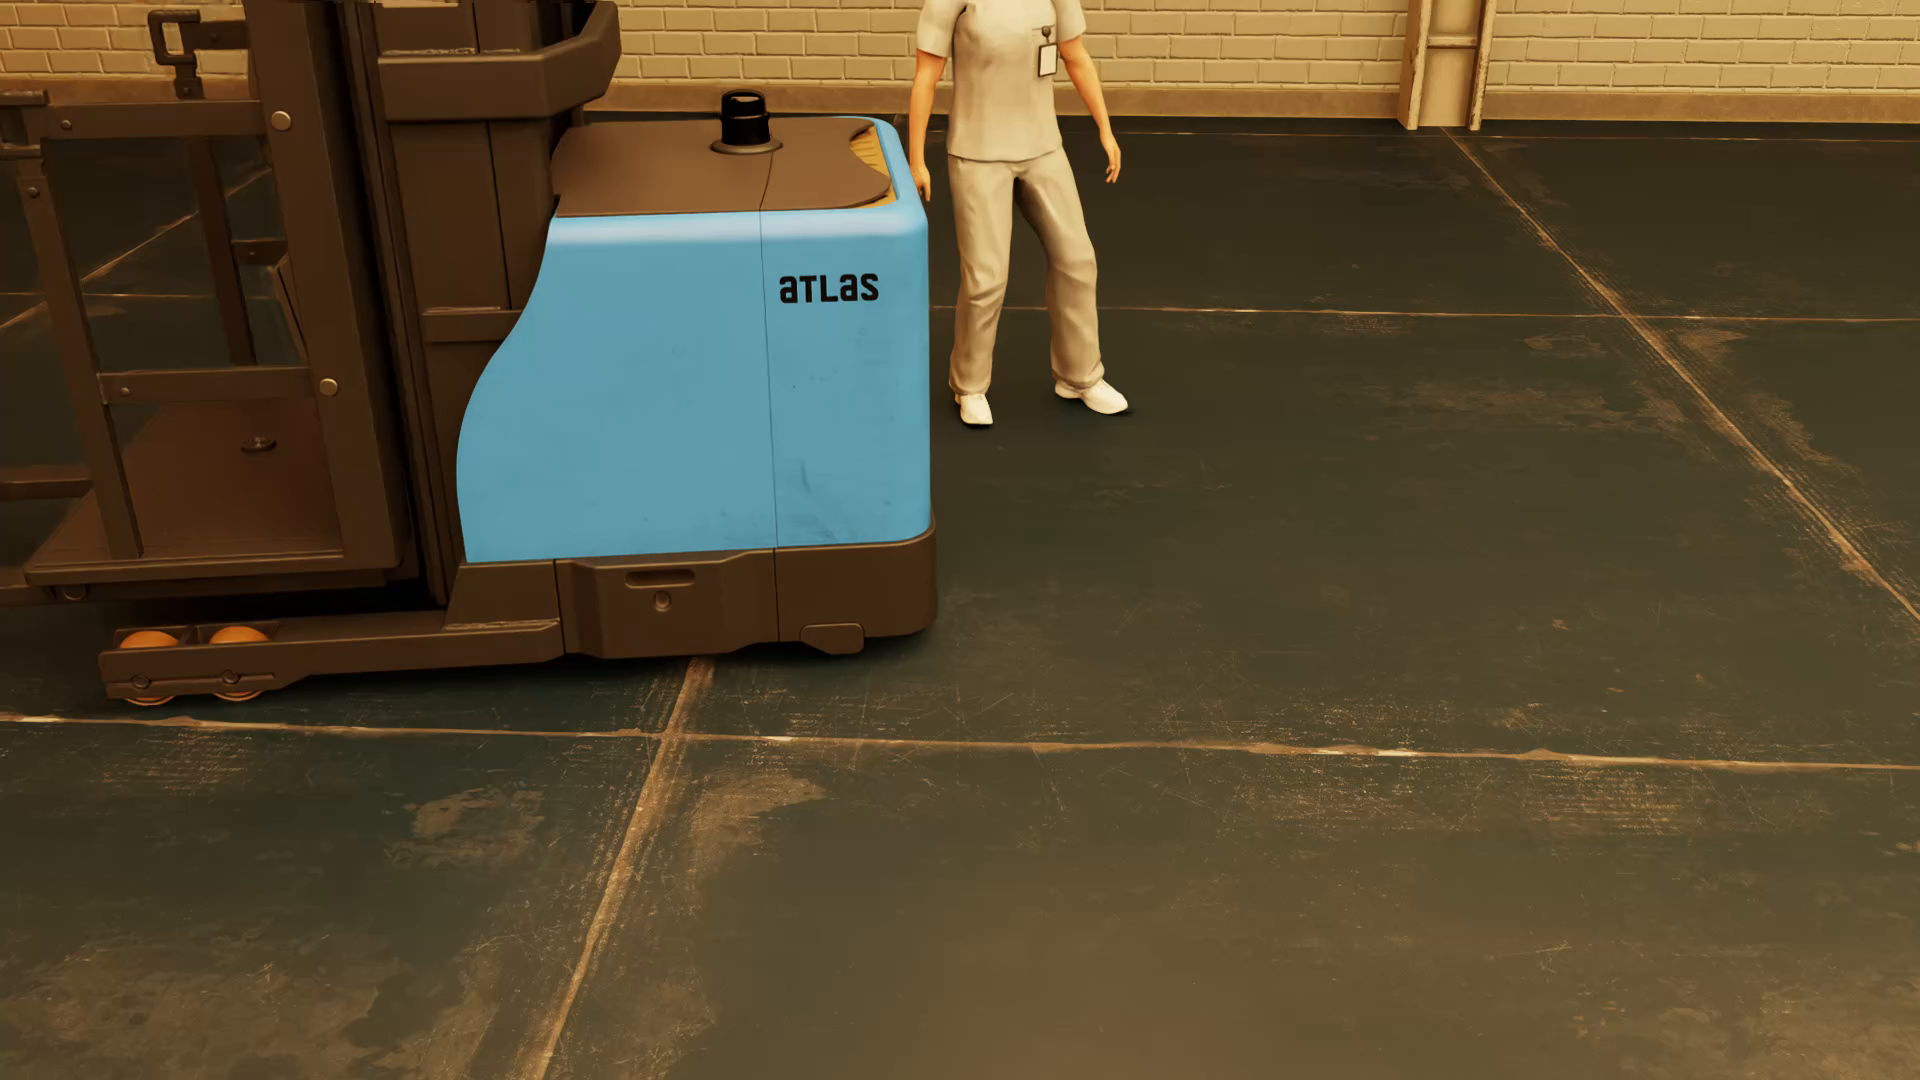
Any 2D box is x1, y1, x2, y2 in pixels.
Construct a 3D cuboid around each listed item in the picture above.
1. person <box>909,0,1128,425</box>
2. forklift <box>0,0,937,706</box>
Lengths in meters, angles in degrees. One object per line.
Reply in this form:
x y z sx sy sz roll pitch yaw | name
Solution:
0.167 -1.143 4.999 0.678 1.630 0.394 -12 29 -22 | person
-1.609 -1.186 3.613 3.031 2.935 1.130 -3 26 -6 | forklift
